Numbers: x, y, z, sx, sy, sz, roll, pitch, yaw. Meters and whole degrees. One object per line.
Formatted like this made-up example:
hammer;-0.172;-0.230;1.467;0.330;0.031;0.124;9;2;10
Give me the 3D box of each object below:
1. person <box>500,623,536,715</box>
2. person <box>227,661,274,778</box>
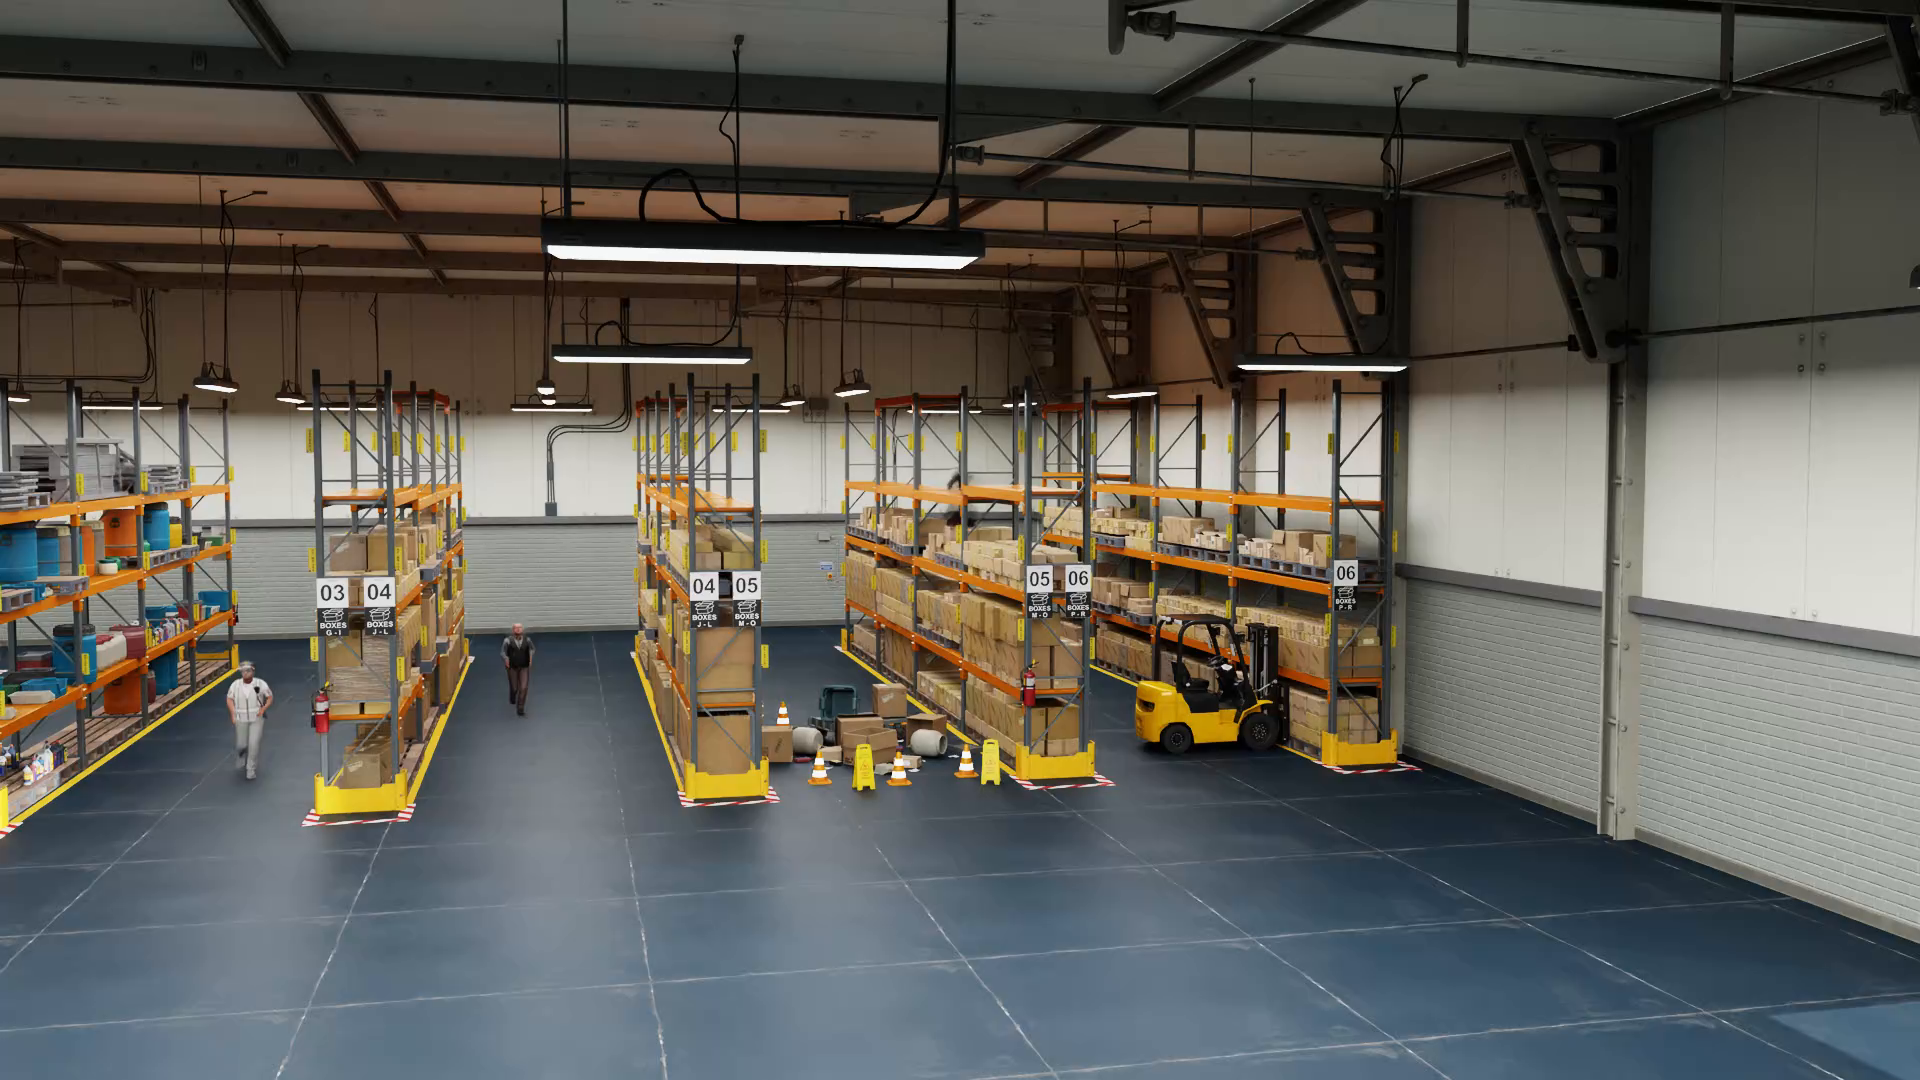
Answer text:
person;-8.205;2.382;30.907;0.661;1.694;0.733;-1;4;-22
person;-10.697;2.689;25.070;0.653;1.758;0.647;-1;3;-18
